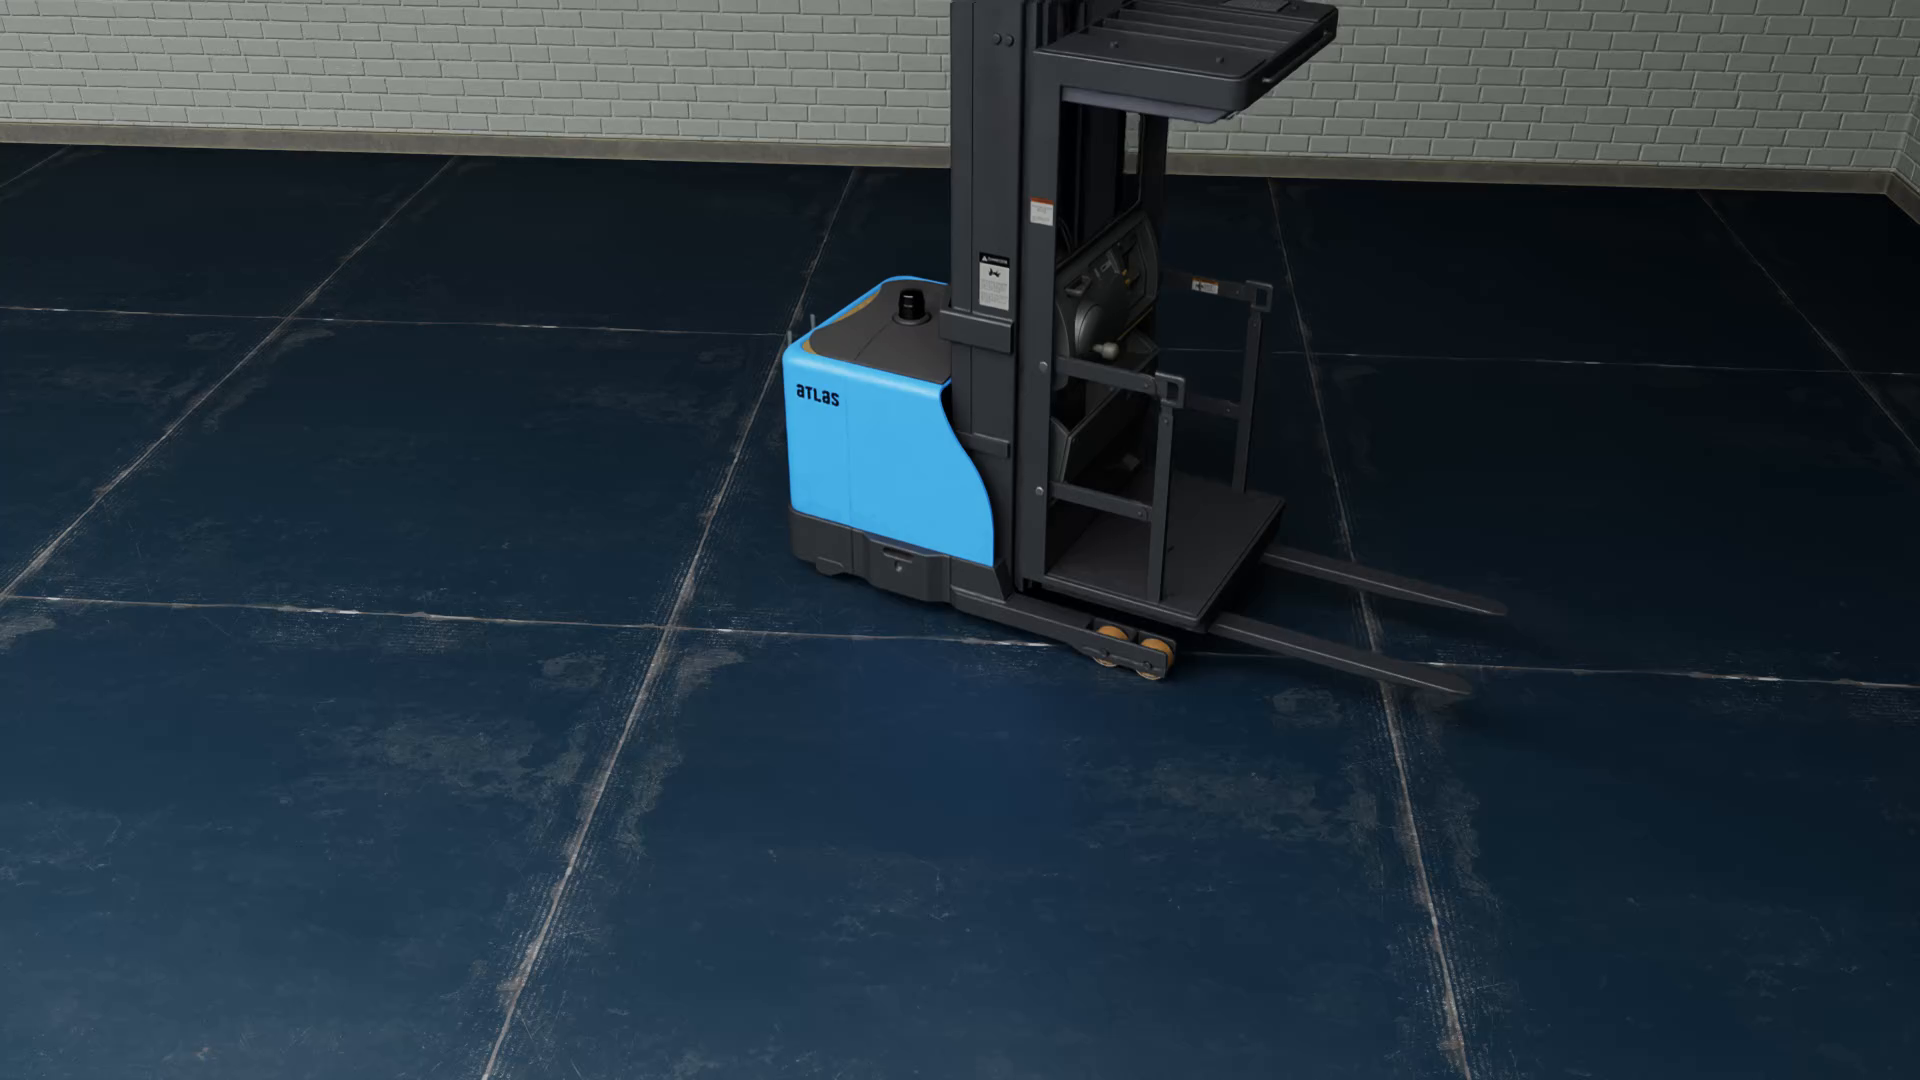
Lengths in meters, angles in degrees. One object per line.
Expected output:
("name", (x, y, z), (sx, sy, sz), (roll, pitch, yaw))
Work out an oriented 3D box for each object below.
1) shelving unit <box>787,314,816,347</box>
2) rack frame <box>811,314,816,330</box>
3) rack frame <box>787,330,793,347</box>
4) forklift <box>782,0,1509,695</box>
("shelving unit", (-0.633, -0.592, 7.853), (0.258, 0.900, 0.210), (15, 35, 23))
("rack frame", (-0.587, -0.640, 7.930), (0.240, 0.900, 0.006), (15, 35, 23))
("rack frame", (-0.679, -0.544, 7.776), (0.240, 0.900, 0.006), (15, 35, 23))
("forklift", (0.777, -0.994, 6.569), (3.031, 2.935, 1.130), (16, 35, 24))
